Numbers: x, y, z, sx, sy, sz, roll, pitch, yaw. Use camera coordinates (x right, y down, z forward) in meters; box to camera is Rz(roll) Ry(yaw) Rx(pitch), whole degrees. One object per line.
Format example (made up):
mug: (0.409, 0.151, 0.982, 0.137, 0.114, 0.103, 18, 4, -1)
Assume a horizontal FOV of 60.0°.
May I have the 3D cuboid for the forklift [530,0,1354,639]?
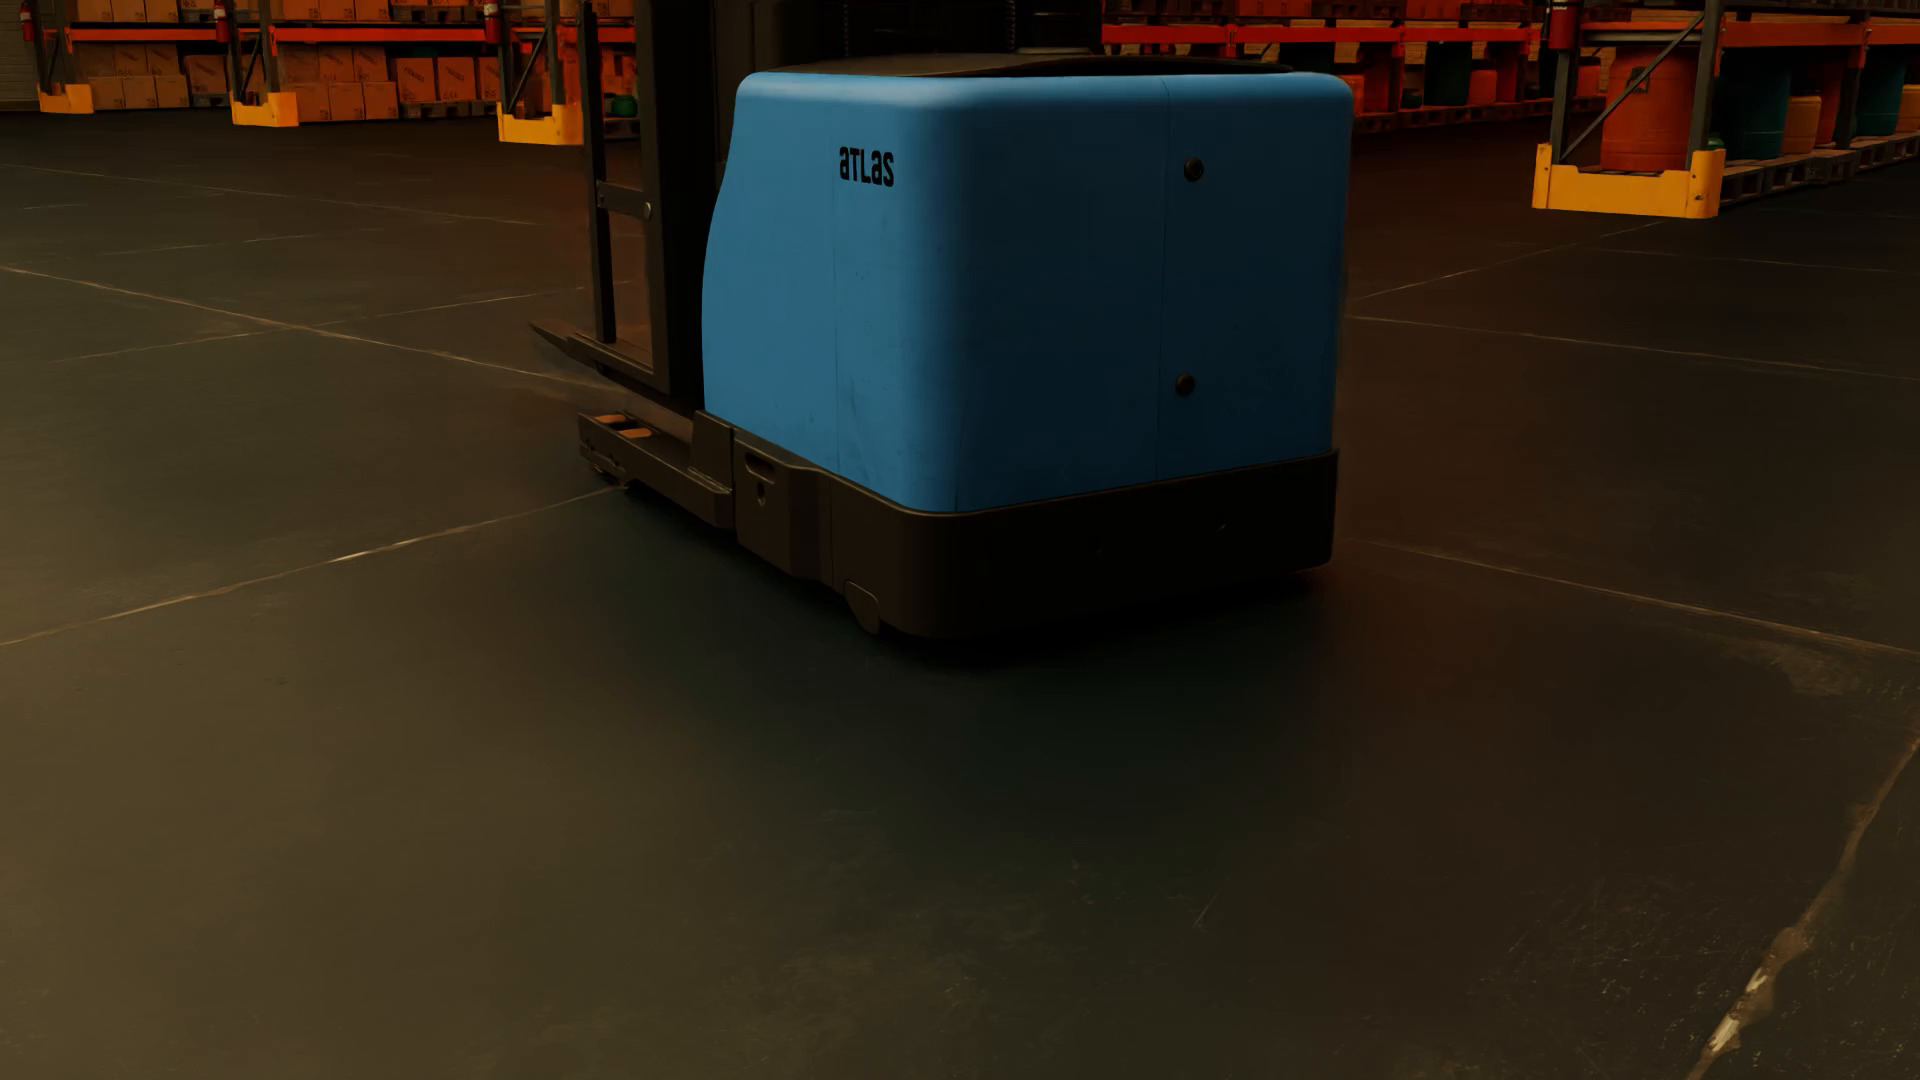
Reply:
forklift: (-0.383, -1.593, 4.145, 1.130, 2.935, 3.031, -10, 19, -29)
